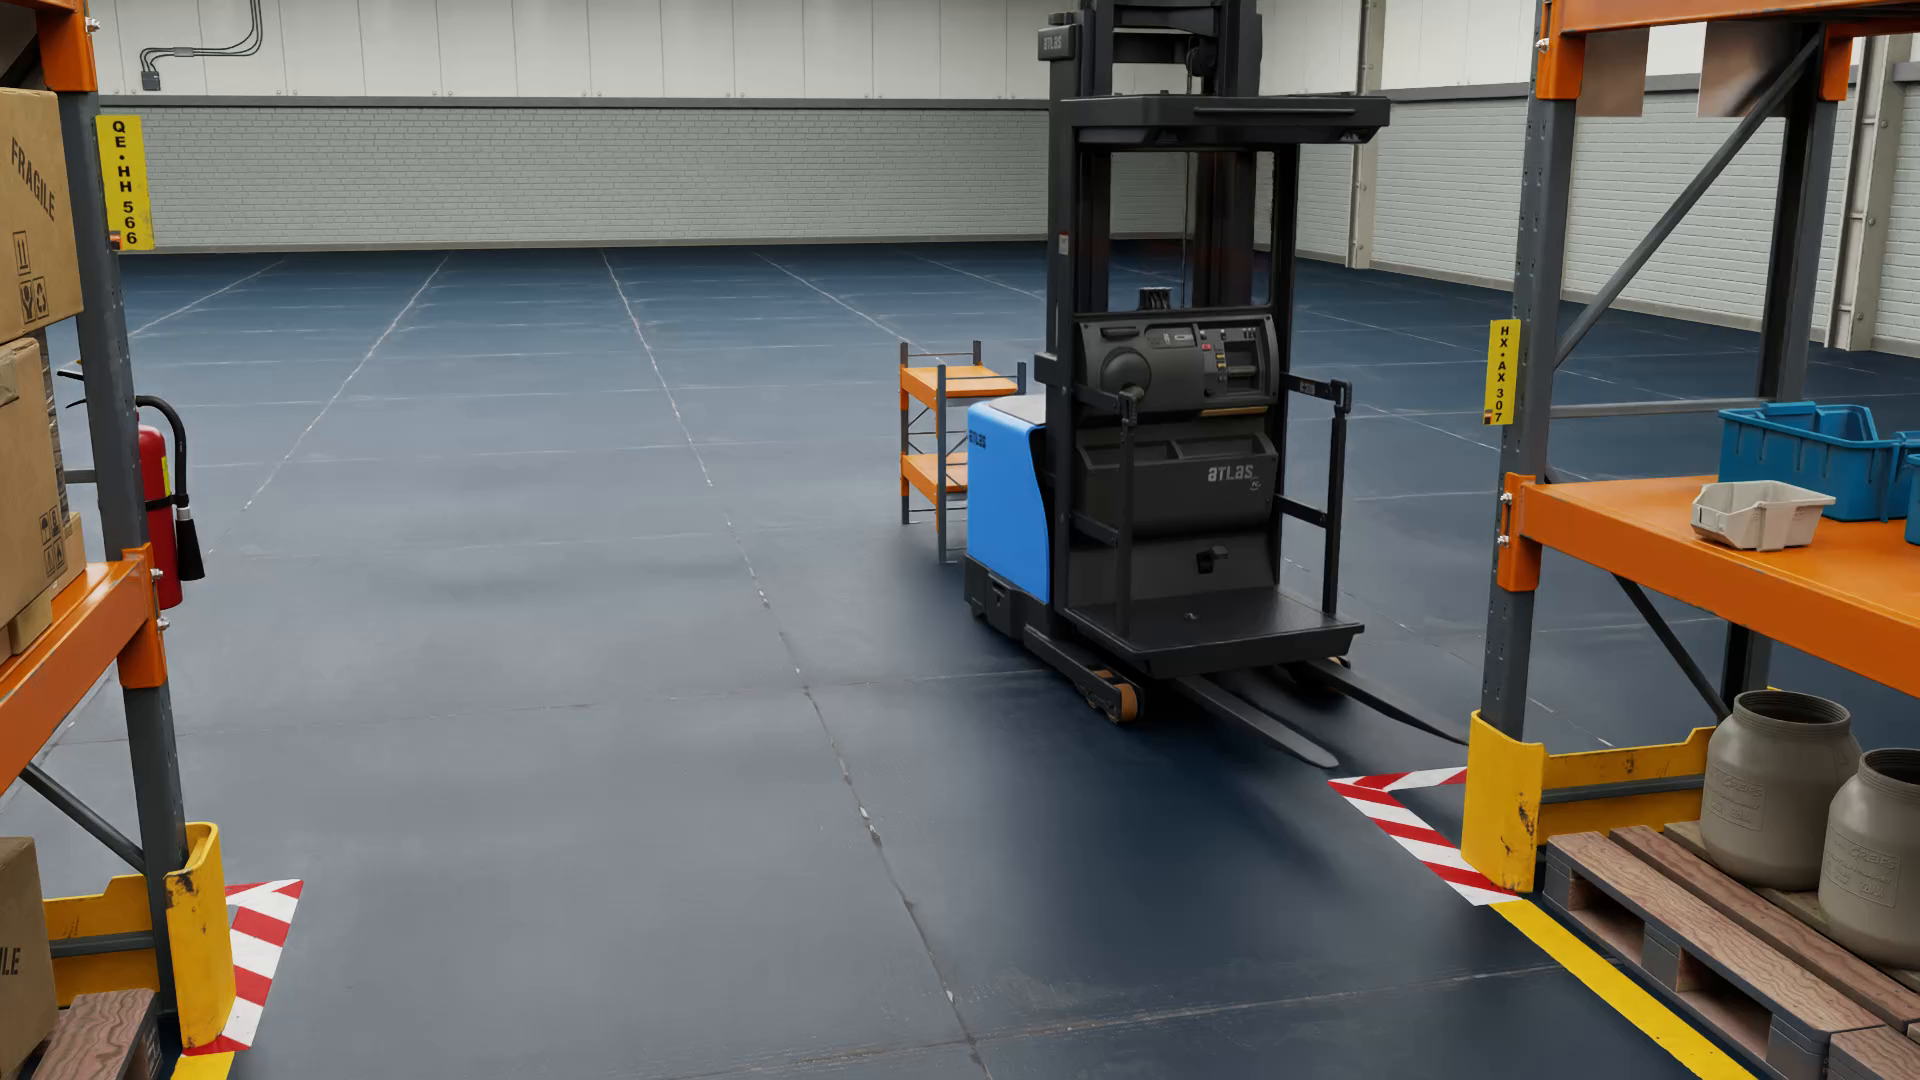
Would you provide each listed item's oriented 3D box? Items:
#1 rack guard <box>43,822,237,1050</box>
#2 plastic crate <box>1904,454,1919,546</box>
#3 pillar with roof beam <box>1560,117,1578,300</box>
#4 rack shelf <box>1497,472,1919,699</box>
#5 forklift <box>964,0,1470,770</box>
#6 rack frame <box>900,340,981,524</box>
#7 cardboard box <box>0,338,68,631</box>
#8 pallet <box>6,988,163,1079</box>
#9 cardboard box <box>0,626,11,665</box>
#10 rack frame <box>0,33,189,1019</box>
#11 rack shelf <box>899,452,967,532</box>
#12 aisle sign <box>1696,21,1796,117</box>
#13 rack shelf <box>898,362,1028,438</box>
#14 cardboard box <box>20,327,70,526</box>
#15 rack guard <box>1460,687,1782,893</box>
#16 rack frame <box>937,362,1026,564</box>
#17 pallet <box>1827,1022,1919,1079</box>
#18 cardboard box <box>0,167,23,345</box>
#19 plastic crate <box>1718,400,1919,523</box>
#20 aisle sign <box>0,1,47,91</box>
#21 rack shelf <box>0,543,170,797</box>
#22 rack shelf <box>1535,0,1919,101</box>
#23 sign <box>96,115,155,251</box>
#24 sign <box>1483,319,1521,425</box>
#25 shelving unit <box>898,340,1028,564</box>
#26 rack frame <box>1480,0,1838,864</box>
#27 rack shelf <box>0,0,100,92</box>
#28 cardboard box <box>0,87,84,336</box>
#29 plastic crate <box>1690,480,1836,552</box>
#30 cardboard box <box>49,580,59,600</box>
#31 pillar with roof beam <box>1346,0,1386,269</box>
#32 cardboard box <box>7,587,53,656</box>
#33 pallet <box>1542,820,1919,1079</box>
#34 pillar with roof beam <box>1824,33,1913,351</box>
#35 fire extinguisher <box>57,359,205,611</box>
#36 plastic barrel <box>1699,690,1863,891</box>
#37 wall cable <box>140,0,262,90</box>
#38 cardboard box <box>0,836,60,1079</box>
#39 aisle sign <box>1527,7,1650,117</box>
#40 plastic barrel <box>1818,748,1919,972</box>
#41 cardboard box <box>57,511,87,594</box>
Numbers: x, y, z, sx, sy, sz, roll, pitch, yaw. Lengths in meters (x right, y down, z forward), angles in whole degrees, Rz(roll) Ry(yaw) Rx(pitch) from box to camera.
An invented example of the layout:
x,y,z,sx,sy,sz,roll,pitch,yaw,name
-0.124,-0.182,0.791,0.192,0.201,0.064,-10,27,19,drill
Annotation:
x,y,z,sx,sy,sz,roll,pitch,yaw,name
-2.584,1.094,4.394,1.175,0.500,0.348,-3,14,-13,rack guard
2.768,-0.092,4.298,0.499,0.251,0.408,-3,14,-13,plastic crate
4.436,-7.679,22.398,9.100,9.000,0.400,-3,14,-13,pillar with roof beam
2.682,0.397,3.496,1.077,0.370,4.000,-3,14,-13,rack shelf
1.027,-0.781,6.948,1.130,2.935,3.031,-5,15,-21,forklift
-0.118,-0.662,10.267,0.500,1.125,0.032,-3,14,-13,rack frame
-2.265,-0.093,3.151,0.875,0.500,0.500,-3,14,-13,cardboard box
-2.428,1.424,3.653,1.003,0.211,1.213,-3,14,-13,pallet
-2.124,0.210,3.277,0.380,0.149,0.250,-3,14,-13,cardboard box
-2.602,-0.137,4.169,1.000,3.000,0.127,-3,14,-13,rack frame
0.002,-0.307,9.845,0.538,0.278,1.000,-3,14,-13,rack shelf
2.484,-1.709,5.126,0.394,0.787,0.004,-3,14,-13,aisle sign
0.002,-0.829,9.718,0.538,0.278,1.000,-3,14,-13,rack shelf
-2.500,-0.202,3.596,0.875,0.500,0.500,-3,14,-13,cardboard box
2.276,0.816,5.535,1.175,0.500,0.348,-3,14,-13,rack guard
0.121,-0.428,9.307,0.500,1.125,0.032,-3,14,-13,rack frame
2.745,1.425,3.651,1.003,0.211,1.213,-3,14,-13,pallet
-2.110,-0.588,3.069,0.500,0.500,0.500,-3,14,-13,cardboard box
2.621,-0.242,4.912,0.499,0.251,0.616,-3,14,-13,plastic crate
-2.325,-1.431,3.987,0.394,0.787,0.004,-3,14,-13,aisle sign
-2.132,0.674,2.366,1.077,0.370,4.000,-3,14,-13,rack shelf
2.682,-1.060,3.140,1.077,0.370,4.000,-3,14,-13,rack shelf
-2.058,-0.880,4.102,0.100,0.325,0.005,-3,14,-13,sign
1.677,-0.518,5.145,0.100,0.325,0.005,-3,14,-13,sign
0.002,-0.545,9.787,0.538,1.125,1.048,-3,14,-13,shelving unit
2.212,-0.413,5.299,1.000,3.000,0.127,-3,14,-13,rack frame
-2.132,-0.784,2.010,1.077,0.370,4.000,-3,14,-13,rack shelf
-2.233,-0.703,3.540,0.500,0.500,0.500,-3,14,-13,cardboard box
2.110,-0.061,4.412,0.298,0.136,0.250,-3,14,-13,plastic crate
-2.276,0.097,3.741,0.380,0.149,0.250,-3,14,-13,cardboard box
3.026,-9.063,28.064,9.100,9.000,0.400,-3,14,-13,pillar with roof beam
-2.168,0.151,3.516,0.380,0.149,0.250,-3,14,-13,cardboard box
2.462,1.144,4.801,1.003,0.211,1.213,-3,14,-13,pallet
5.845,-6.295,16.732,9.100,9.000,0.400,-3,14,-13,pillar with roof beam
-2.181,-0.152,4.391,0.296,0.674,0.183,-3,14,-13,fire extinguisher
2.441,0.739,4.940,0.421,0.512,0.421,0,14,0,plastic barrel
-14.992,-11.863,32.356,2.305,6.003,0.169,-3,14,-13,wall cable
-2.472,1.018,3.822,0.500,0.500,0.500,-1,14,-3,cardboard box
1.911,-1.677,4.992,0.394,0.787,0.004,-3,14,-13,aisle sign
2.559,0.854,4.467,0.421,0.512,0.421,0,14,0,plastic barrel
-2.334,0.039,3.977,0.380,0.149,0.250,-3,14,-13,cardboard box
